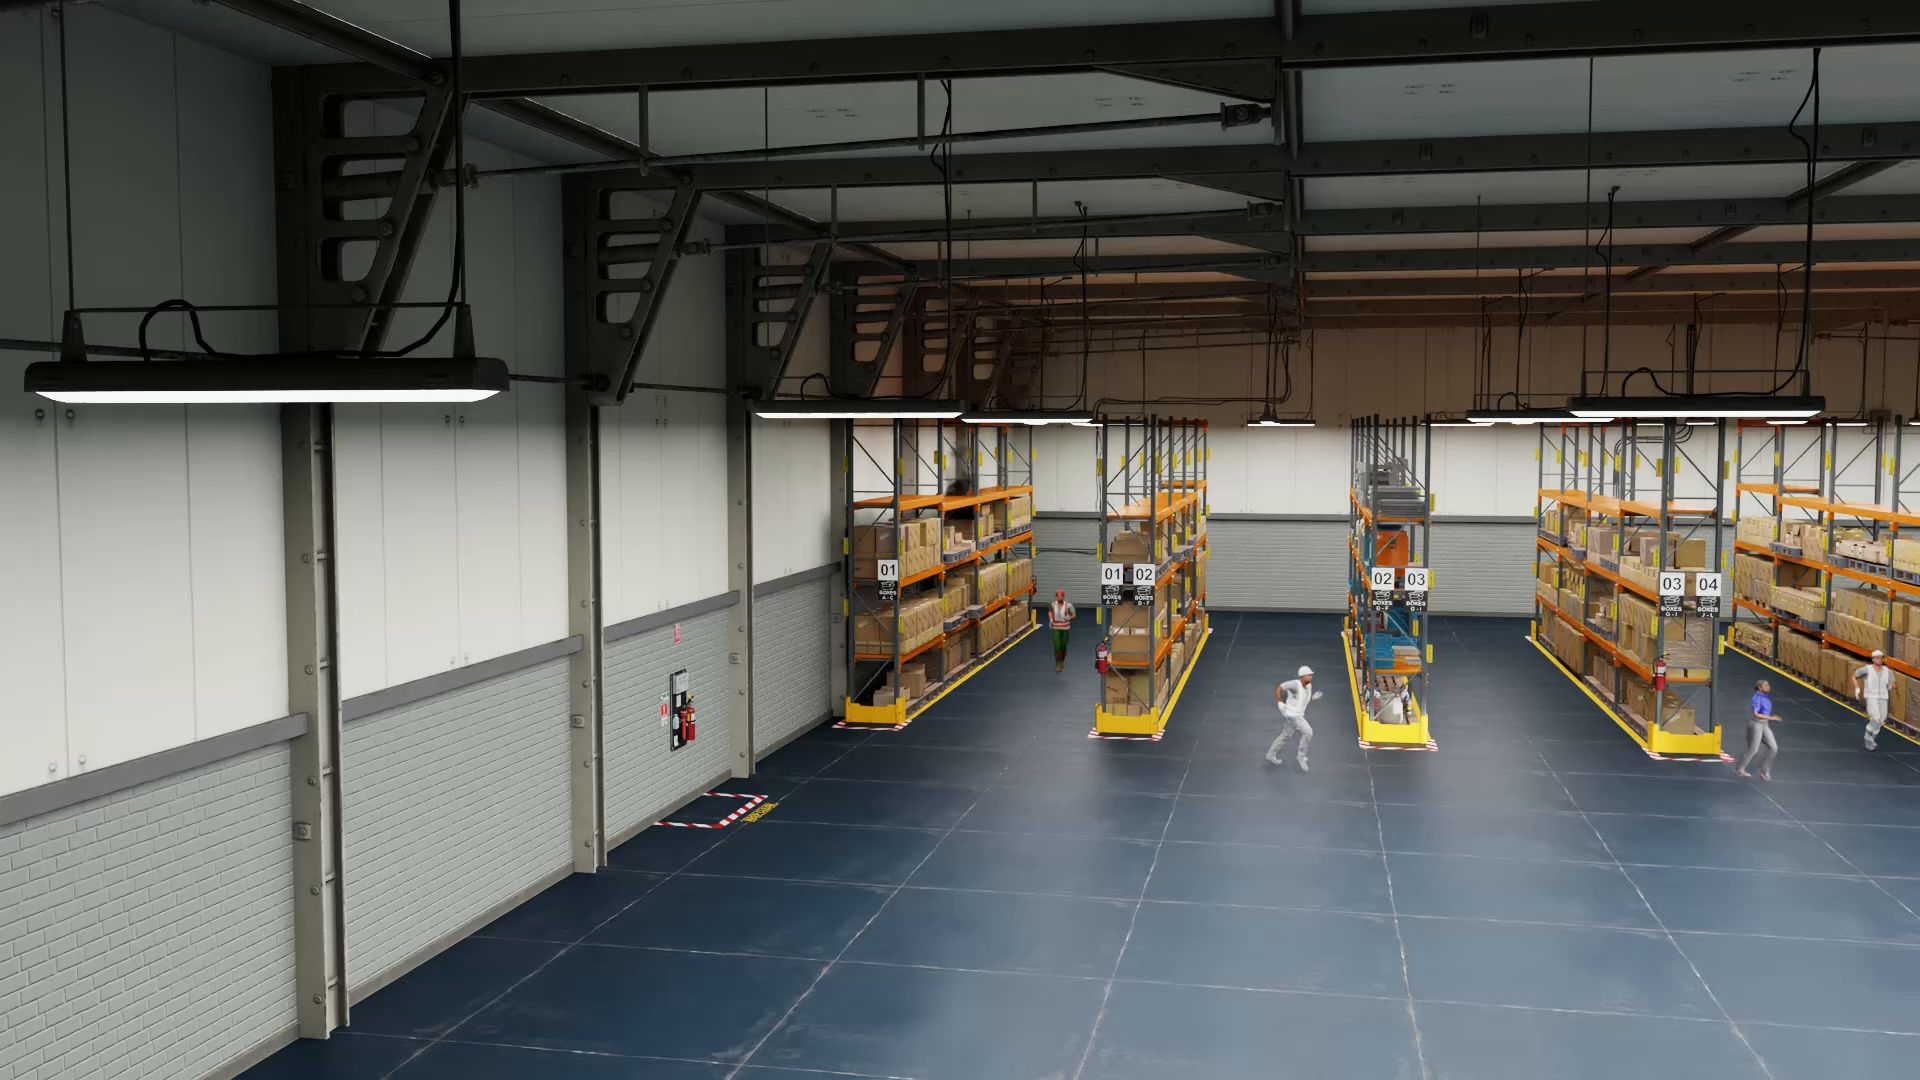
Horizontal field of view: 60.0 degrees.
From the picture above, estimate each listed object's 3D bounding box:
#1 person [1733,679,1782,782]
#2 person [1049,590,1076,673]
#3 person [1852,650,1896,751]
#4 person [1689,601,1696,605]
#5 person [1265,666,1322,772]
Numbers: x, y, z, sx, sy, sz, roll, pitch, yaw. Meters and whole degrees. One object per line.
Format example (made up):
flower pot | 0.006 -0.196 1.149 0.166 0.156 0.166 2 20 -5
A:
person | 13.034 3.114 27.102 0.593 1.728 0.735 -3 5 -40
person | 2.300 2.031 37.492 0.633 1.815 0.872 0 4 7
person | 16.303 2.858 29.584 0.640 1.792 0.709 0 4 3
person | 19.044 1.975 43.567 0.684 1.698 0.539 2 4 28
person | 5.601 2.989 27.990 0.959 1.770 0.671 2 4 29
